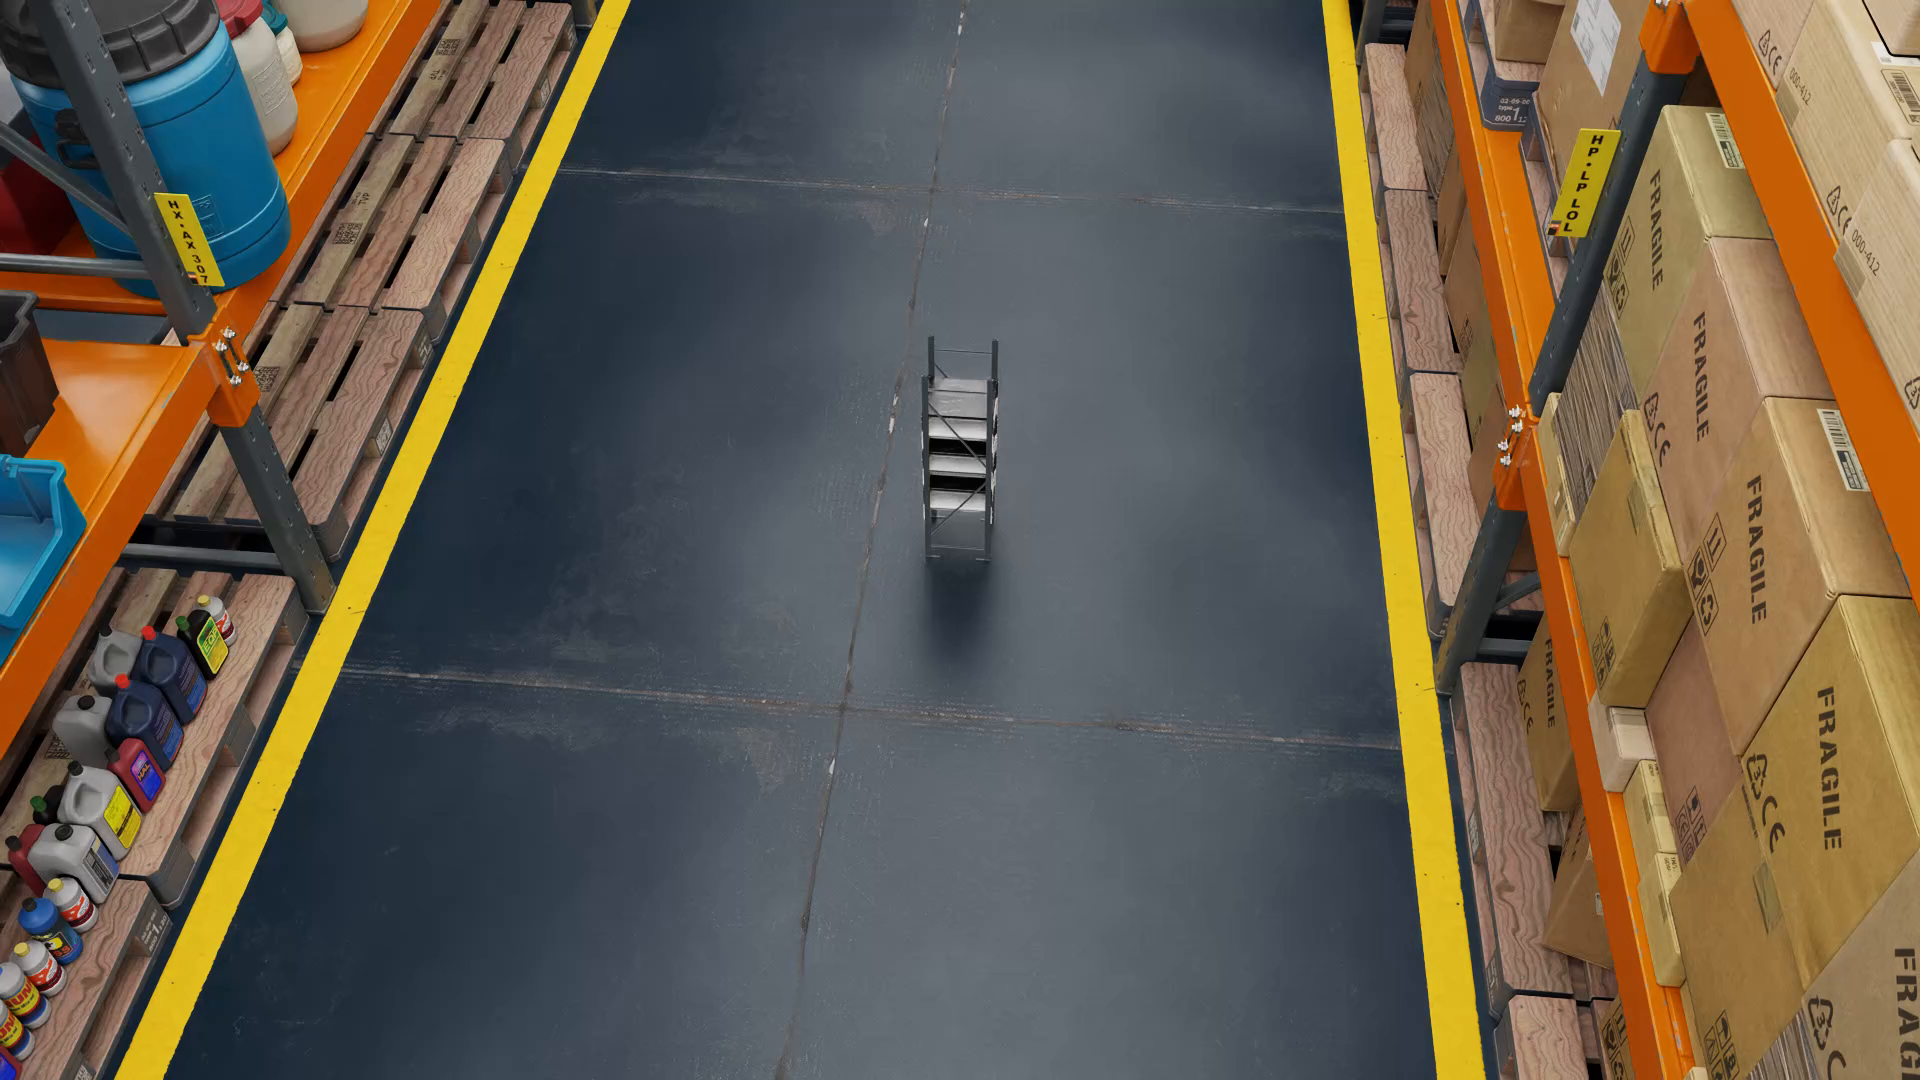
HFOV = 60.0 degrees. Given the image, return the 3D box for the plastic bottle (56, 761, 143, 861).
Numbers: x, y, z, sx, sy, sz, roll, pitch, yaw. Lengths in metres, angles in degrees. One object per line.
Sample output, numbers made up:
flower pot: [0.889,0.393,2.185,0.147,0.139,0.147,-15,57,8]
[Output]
plastic bottle: [-2.599,0.797,4.986,0.144,0.351,0.185,4,48,3]

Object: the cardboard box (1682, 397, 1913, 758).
cardboard box: [1.767,0.090,3.188,0.500,0.500,0.500,4,48,4]

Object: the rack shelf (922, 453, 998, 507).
rack shelf: [0.001,-0.226,6.014,0.258,0.077,0.200,4,48,4]

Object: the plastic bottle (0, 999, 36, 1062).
plastic bottle: [-2.638,1.329,4.553,0.097,0.271,0.097,0,48,0]

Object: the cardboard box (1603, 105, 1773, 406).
cardboard box: [1.857,-0.645,3.860,0.500,0.500,0.500,4,48,4]

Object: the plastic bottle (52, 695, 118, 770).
plastic bottle: [-2.720,0.593,5.222,0.152,0.276,0.135,4,48,4]

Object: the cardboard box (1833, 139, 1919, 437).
cardboard box: [1.756,-0.382,2.635,0.500,0.250,0.500,2,48,2]

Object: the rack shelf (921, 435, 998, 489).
rack shelf: [0.001,-0.287,5.948,0.258,0.077,0.200,4,48,4]

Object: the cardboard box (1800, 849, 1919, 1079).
cardboard box: [1.679,0.825,2.516,0.500,0.500,0.500,4,48,4]

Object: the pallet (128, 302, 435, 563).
pallet: [-2.748,-0.458,6.526,1.003,0.211,1.213,4,48,4]

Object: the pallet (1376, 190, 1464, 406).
pallet: [2.330,-1.017,7.037,1.003,0.211,1.213,4,48,4]

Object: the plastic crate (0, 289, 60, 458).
plastic crate: [-2.955,-0.423,4.646,0.767,0.338,0.504,4,48,4]

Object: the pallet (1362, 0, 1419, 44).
pallet: [2.663,-3.059,8.905,1.003,0.211,1.213,4,48,4]

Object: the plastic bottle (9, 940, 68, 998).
plastic bottle: [-2.620,1.206,4.713,0.097,0.201,0.097,0,48,0]

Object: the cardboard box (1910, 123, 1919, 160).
cardboard box: [1.722,-0.594,2.559,0.380,0.149,0.250,3,48,3]

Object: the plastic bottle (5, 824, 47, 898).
plastic bottle: [-2.724,0.932,4.908,0.061,0.283,0.133,4,48,4]

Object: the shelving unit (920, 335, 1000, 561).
shelving unit: [0.001,-0.310,5.923,0.258,0.900,0.210,4,48,4]

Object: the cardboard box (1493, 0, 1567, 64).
cardboard box: [2.218,-1.943,5.640,0.797,0.503,0.637,8,48,8]

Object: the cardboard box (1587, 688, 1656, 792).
cardboard box: [1.724,0.469,3.958,0.380,0.149,0.250,4,48,4]

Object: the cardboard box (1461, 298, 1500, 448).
cardboard box: [2.291,-0.591,6.153,0.700,0.500,0.500,4,48,3]

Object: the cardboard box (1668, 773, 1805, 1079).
cardboard box: [1.936,0.809,3.208,0.875,0.500,0.500,4,48,4]

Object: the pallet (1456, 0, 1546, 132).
pallet: [2.377,-1.904,6.089,1.003,0.211,1.213,4,48,4]

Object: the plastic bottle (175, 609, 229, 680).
plastic bottle: [-2.496,0.324,5.463,0.061,0.283,0.133,6,48,5]

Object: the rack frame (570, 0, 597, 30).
rack frame: [-2.416,-3.759,7.655,1.000,3.000,0.127,4,48,4]

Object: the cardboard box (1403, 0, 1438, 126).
cardboard box: [2.475,-2.237,7.659,0.700,0.500,0.500,2,48,1]

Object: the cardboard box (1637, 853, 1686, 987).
cardboard box: [1.709,0.839,3.620,0.380,0.149,0.250,4,48,4]

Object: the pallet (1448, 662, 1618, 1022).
pallet: [2.126,0.950,5.238,1.003,0.211,1.213,4,48,4]

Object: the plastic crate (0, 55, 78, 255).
plastic crate: [-3.041,-1.218,5.288,0.402,0.464,0.583,4,48,4]

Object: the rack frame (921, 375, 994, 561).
rack frame: [-0.009,-0.235,5.855,0.240,0.900,0.006,4,48,4]

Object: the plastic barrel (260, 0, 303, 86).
plastic barrel: [-2.507,-1.735,5.898,0.301,0.262,0.301,0,48,0]

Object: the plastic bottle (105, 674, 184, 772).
plastic bottle: [-2.570,0.559,5.203,0.144,0.351,0.185,2,48,2]

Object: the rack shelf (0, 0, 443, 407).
rack shelf: [-2.598,-2.047,6.577,1.077,0.370,4.000,4,48,4]

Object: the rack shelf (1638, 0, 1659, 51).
rack shelf: [2.334,-2.726,5.165,1.077,0.370,4.000,4,48,4]

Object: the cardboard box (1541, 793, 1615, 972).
cardboard box: [2.031,0.928,4.778,0.500,0.500,0.500,18,50,16]

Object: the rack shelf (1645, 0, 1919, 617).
rack shelf: [1.969,0.213,2.477,1.077,0.370,4.000,4,48,4]

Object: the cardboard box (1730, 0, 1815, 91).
cardboard box: [1.856,-1.135,3.324,0.500,0.250,0.500,2,48,2]

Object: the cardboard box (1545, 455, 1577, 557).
cardboard box: [1.797,-0.081,4.462,0.380,0.149,0.250,4,48,4]

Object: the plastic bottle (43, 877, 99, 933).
plastic bottle: [-2.602,1.055,4.851,0.097,0.201,0.097,0,48,0]

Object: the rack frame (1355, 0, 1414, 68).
rack frame: [2.516,-3.426,7.351,1.000,3.000,0.127,4,48,4]

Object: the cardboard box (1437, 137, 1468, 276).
cardboard box: [2.392,-1.412,6.904,0.700,0.500,0.500,7,48,7]

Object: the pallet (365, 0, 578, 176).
pallet: [-2.525,-2.251,8.166,1.003,0.211,1.213,4,48,4]

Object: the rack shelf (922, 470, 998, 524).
rack shelf: [0.001,-0.166,6.081,0.258,0.077,0.200,4,48,4]

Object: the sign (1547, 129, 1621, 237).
sign: [1.599,-0.912,4.267,0.100,0.325,0.005,4,48,4]

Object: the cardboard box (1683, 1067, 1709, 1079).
cardboard box: [1.640,1.205,3.286,0.380,0.149,0.250,4,48,4]

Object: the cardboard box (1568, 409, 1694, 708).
cardboard box: [1.968,0.071,3.883,0.875,0.500,0.500,4,48,4]

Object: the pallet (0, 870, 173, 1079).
pallet: [-2.992,1.511,4.725,1.003,0.211,1.213,4,48,4]

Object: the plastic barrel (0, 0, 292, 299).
plastic barrel: [-2.444,-1.253,5.023,0.600,0.901,0.708,4,48,4]
